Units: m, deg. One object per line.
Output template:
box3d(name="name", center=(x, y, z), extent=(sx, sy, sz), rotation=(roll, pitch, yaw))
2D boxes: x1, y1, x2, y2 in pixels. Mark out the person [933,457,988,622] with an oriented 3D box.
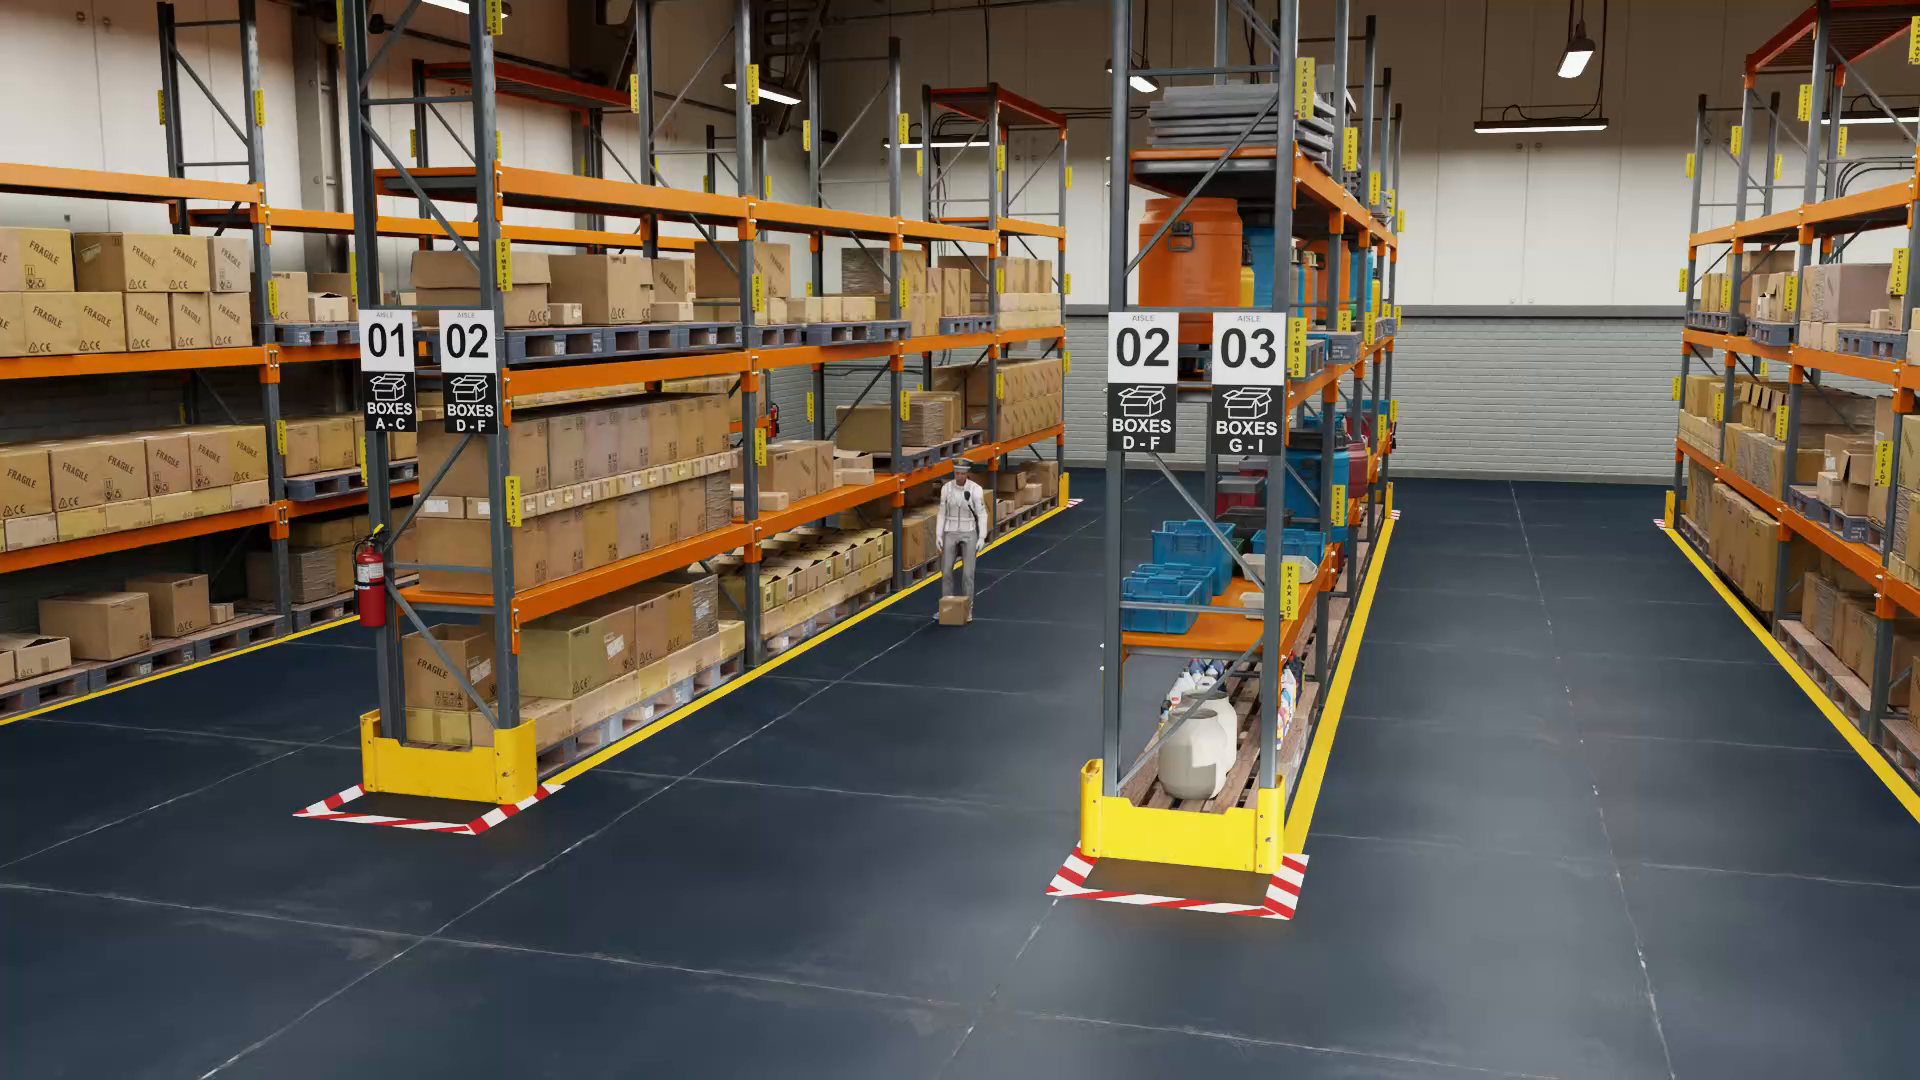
box3d(name="person", center=(0.003, -0.015, 16.931), extent=(0.540, 1.662, 0.415), rotation=(2, 9, 13))
